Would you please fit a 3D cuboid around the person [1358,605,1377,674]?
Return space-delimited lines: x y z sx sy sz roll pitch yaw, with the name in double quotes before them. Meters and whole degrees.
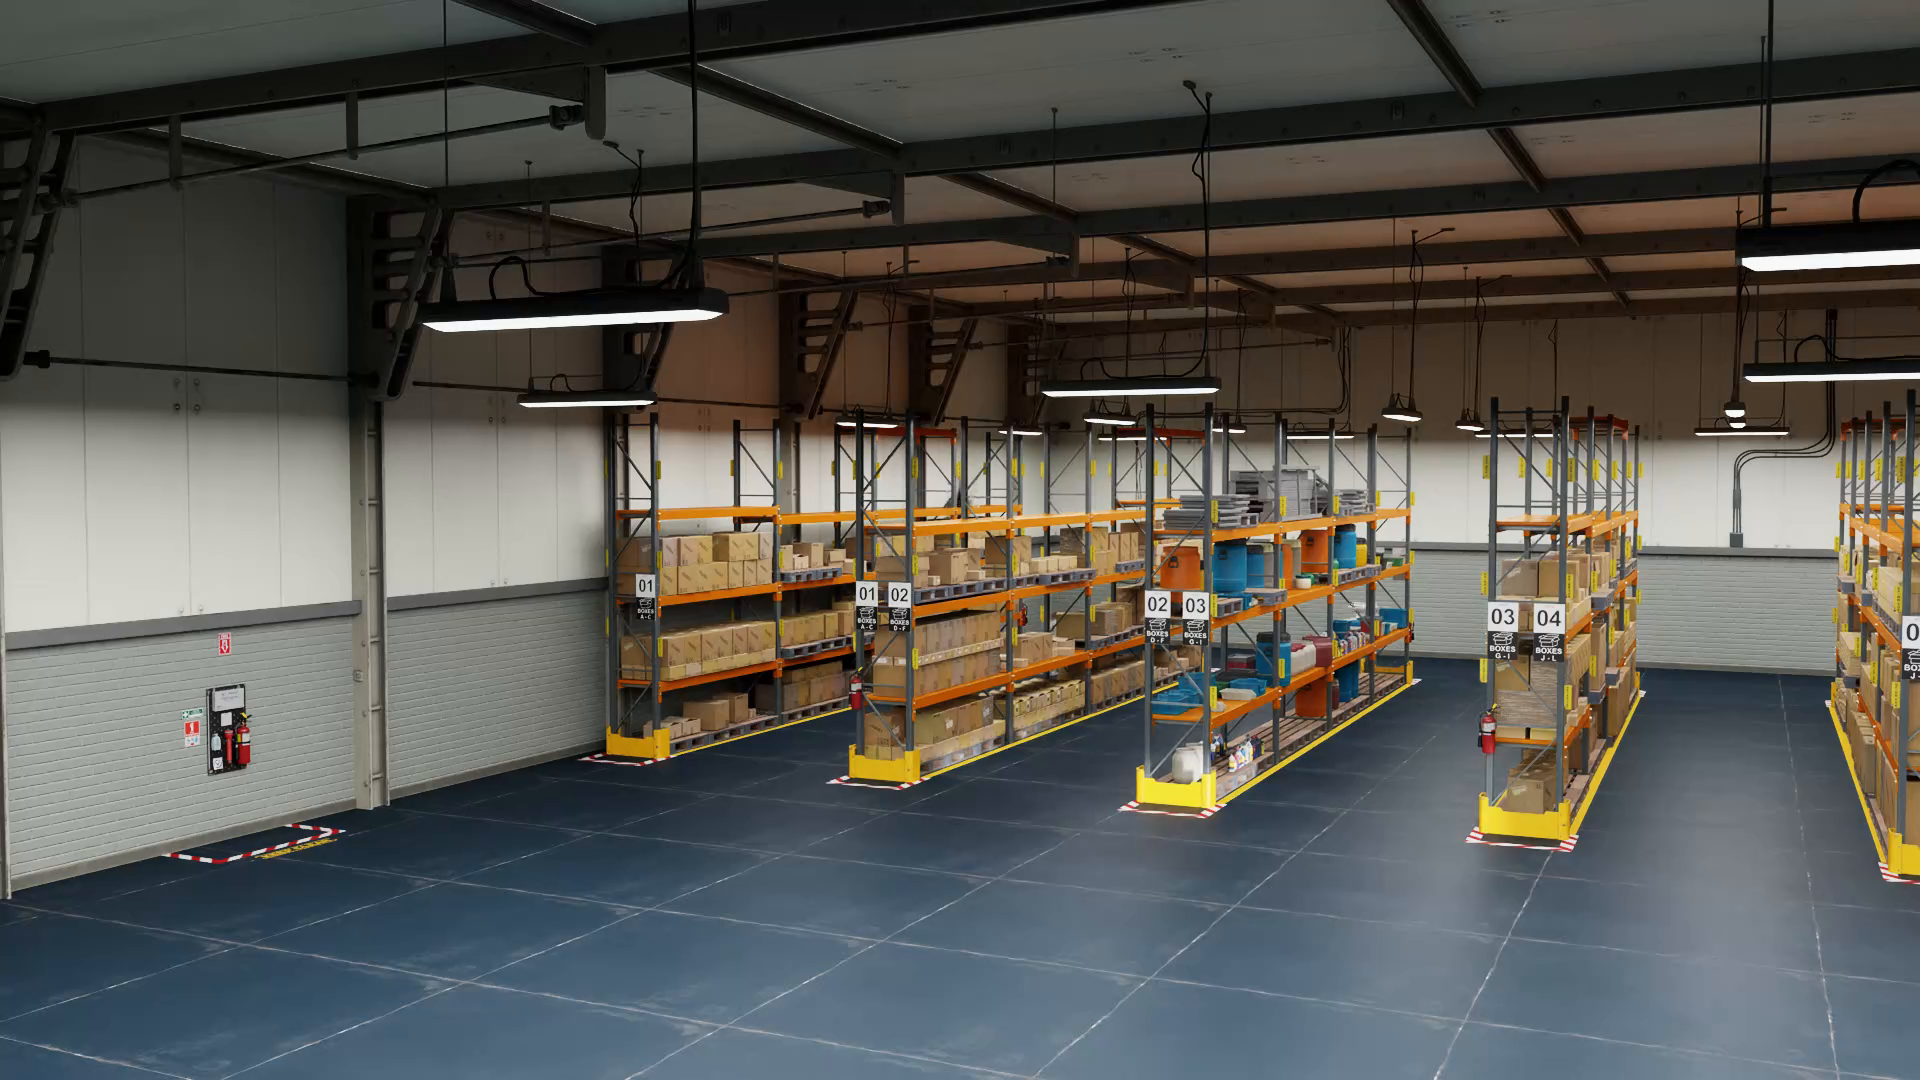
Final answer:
"person" 9.905 2.414 40.556 0.706 1.757 0.635 1 3 29

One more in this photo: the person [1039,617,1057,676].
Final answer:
"person" 2.162 2.532 40.192 0.527 1.535 0.717 2 3 39
